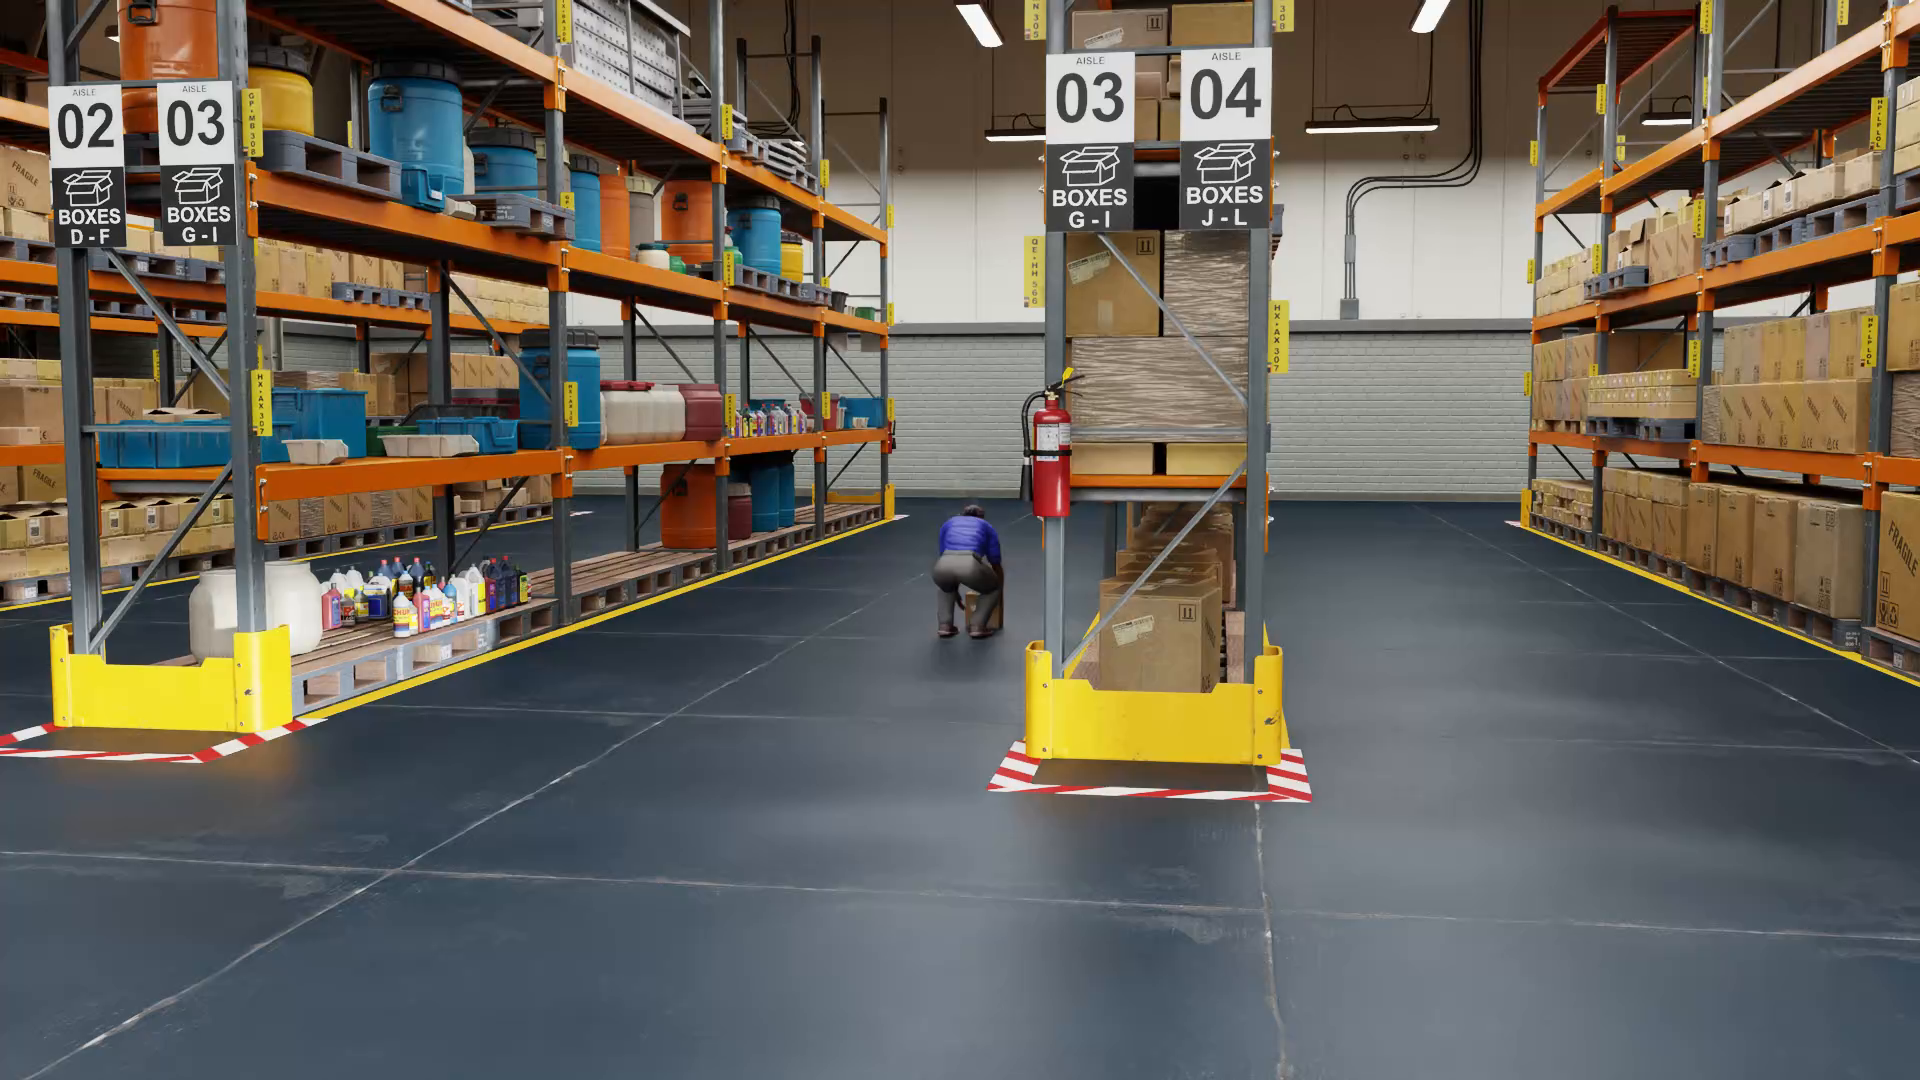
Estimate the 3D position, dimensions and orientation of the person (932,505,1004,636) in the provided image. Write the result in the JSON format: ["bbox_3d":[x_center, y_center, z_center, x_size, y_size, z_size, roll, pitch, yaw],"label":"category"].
[{"bbox_3d":[0.049,0.218,11.936,0.483,0.911,0.818,1,5,18],"label":"person"}]
